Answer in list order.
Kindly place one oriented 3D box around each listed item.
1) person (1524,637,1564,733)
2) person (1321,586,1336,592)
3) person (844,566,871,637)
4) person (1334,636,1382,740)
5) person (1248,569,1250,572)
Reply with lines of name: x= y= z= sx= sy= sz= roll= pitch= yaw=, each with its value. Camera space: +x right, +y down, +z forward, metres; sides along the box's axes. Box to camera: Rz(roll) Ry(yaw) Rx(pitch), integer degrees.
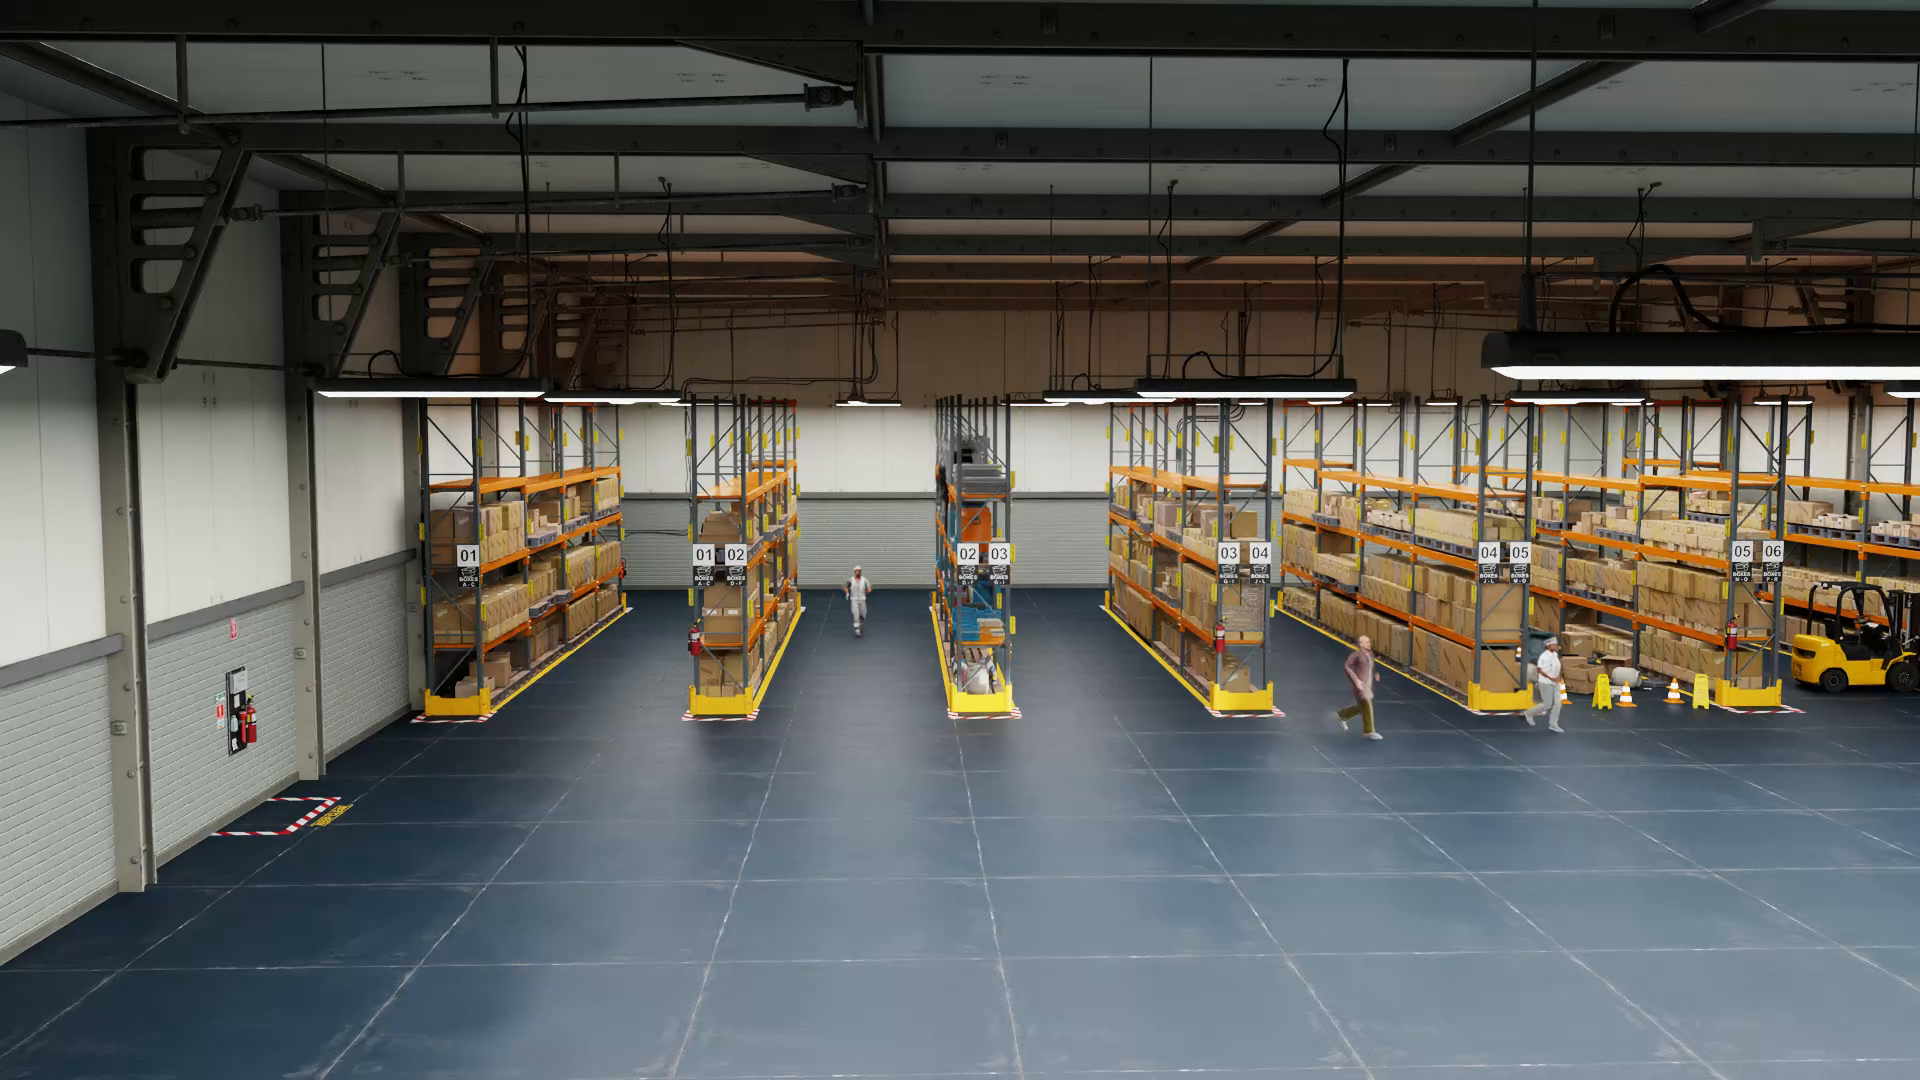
person: x=10.480 y=2.557 z=29.694 sx=0.602 sy=1.696 sz=0.726 roll=-4 pitch=6 yaw=-41
person: x=10.748 y=1.109 z=48.857 sx=0.790 sy=1.572 sz=0.685 roll=4 pitch=6 yaw=45
person: x=-2.582 y=1.539 z=42.014 sx=0.669 sy=1.761 sz=0.876 roll=-1 pitch=5 yaw=-10
person: x=6.986 y=2.542 z=28.961 sx=0.902 sy=1.774 sz=0.708 roll=4 pitch=6 yaw=42
person: x=8.089 y=1.340 z=45.486 sx=0.567 sy=1.646 sz=0.647 roll=0 pitch=4 yaw=1
